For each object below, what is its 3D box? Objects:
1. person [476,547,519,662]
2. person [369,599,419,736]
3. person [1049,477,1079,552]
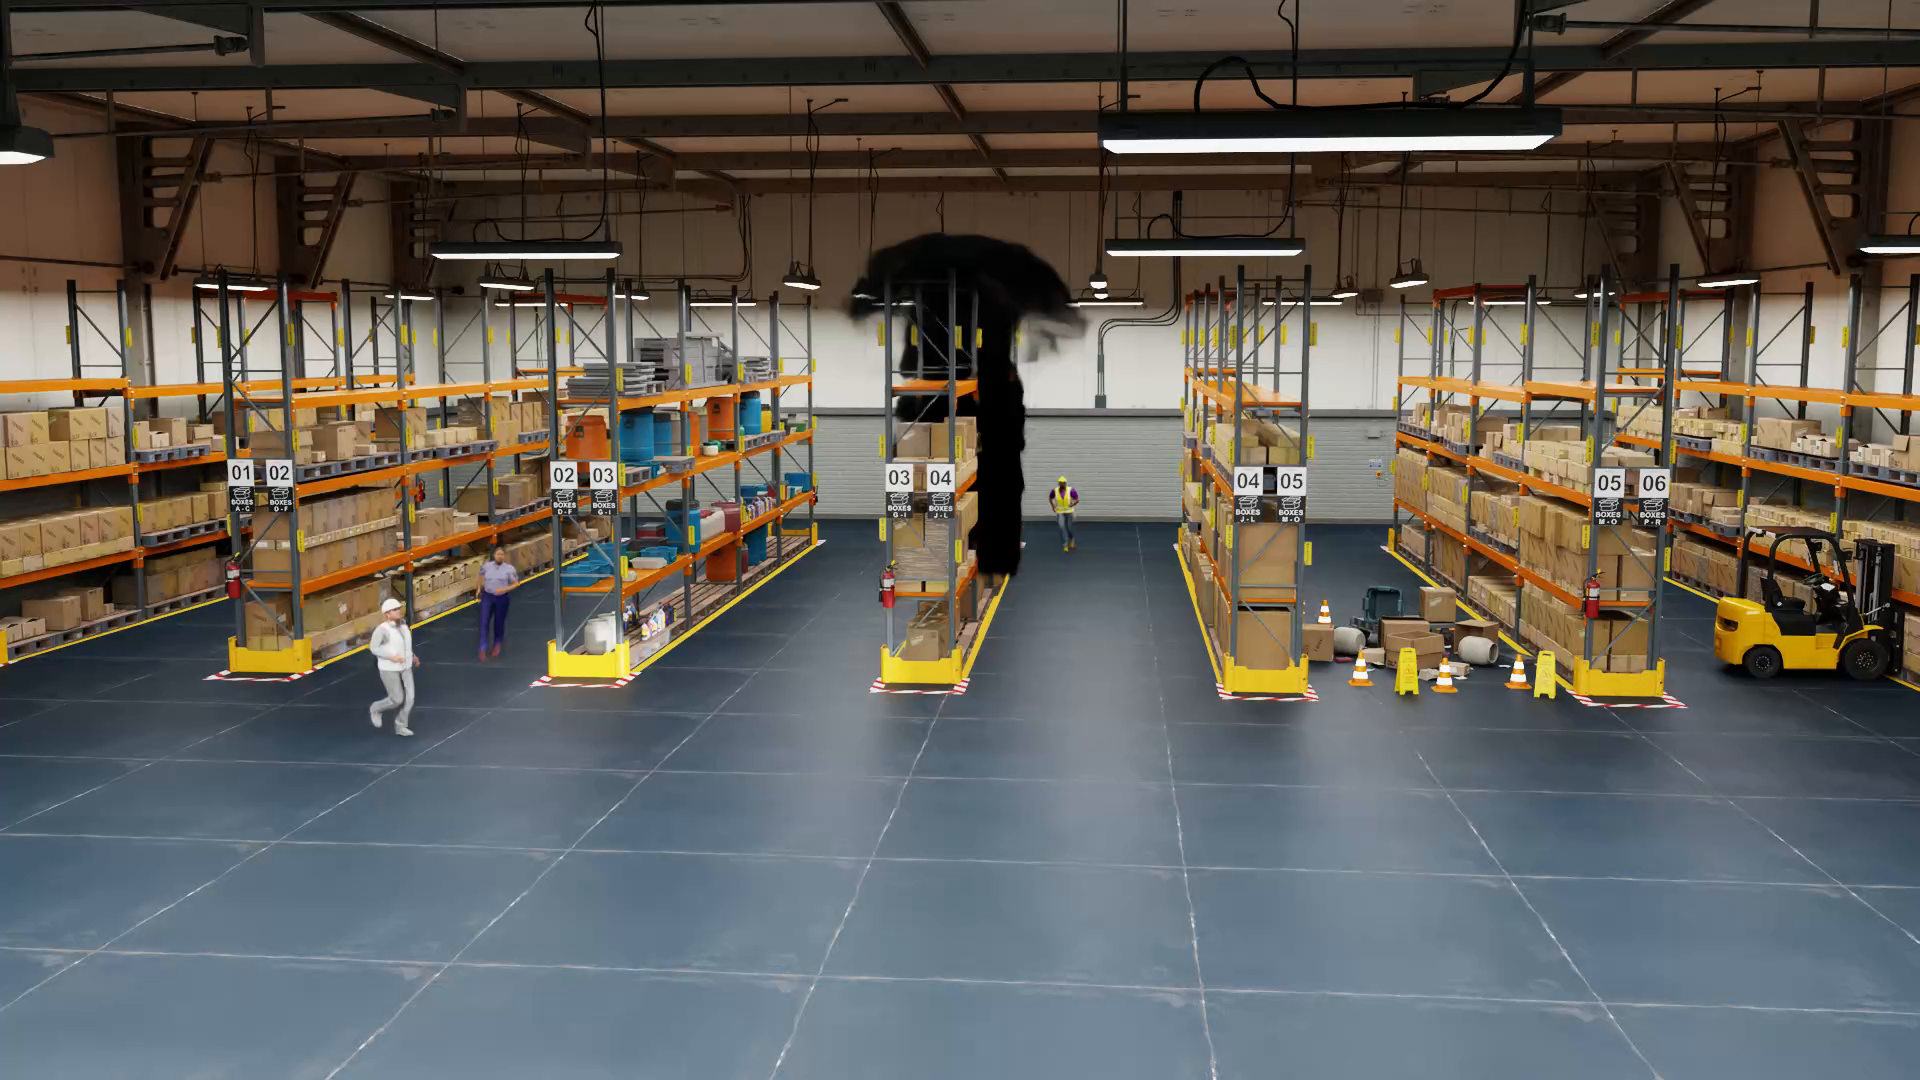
[{"bbox_3d":[-6.862,0.935,24.672,0.638,1.677,0.814,-1,7,-7],"label":"person"},{"bbox_3d":[-7.148,1.600,20.989,0.658,1.730,0.660,3,8,26],"label":"person"},{"bbox_3d":[2.446,-0.631,39.246,0.727,1.756,0.878,2,7,14],"label":"person"}]
